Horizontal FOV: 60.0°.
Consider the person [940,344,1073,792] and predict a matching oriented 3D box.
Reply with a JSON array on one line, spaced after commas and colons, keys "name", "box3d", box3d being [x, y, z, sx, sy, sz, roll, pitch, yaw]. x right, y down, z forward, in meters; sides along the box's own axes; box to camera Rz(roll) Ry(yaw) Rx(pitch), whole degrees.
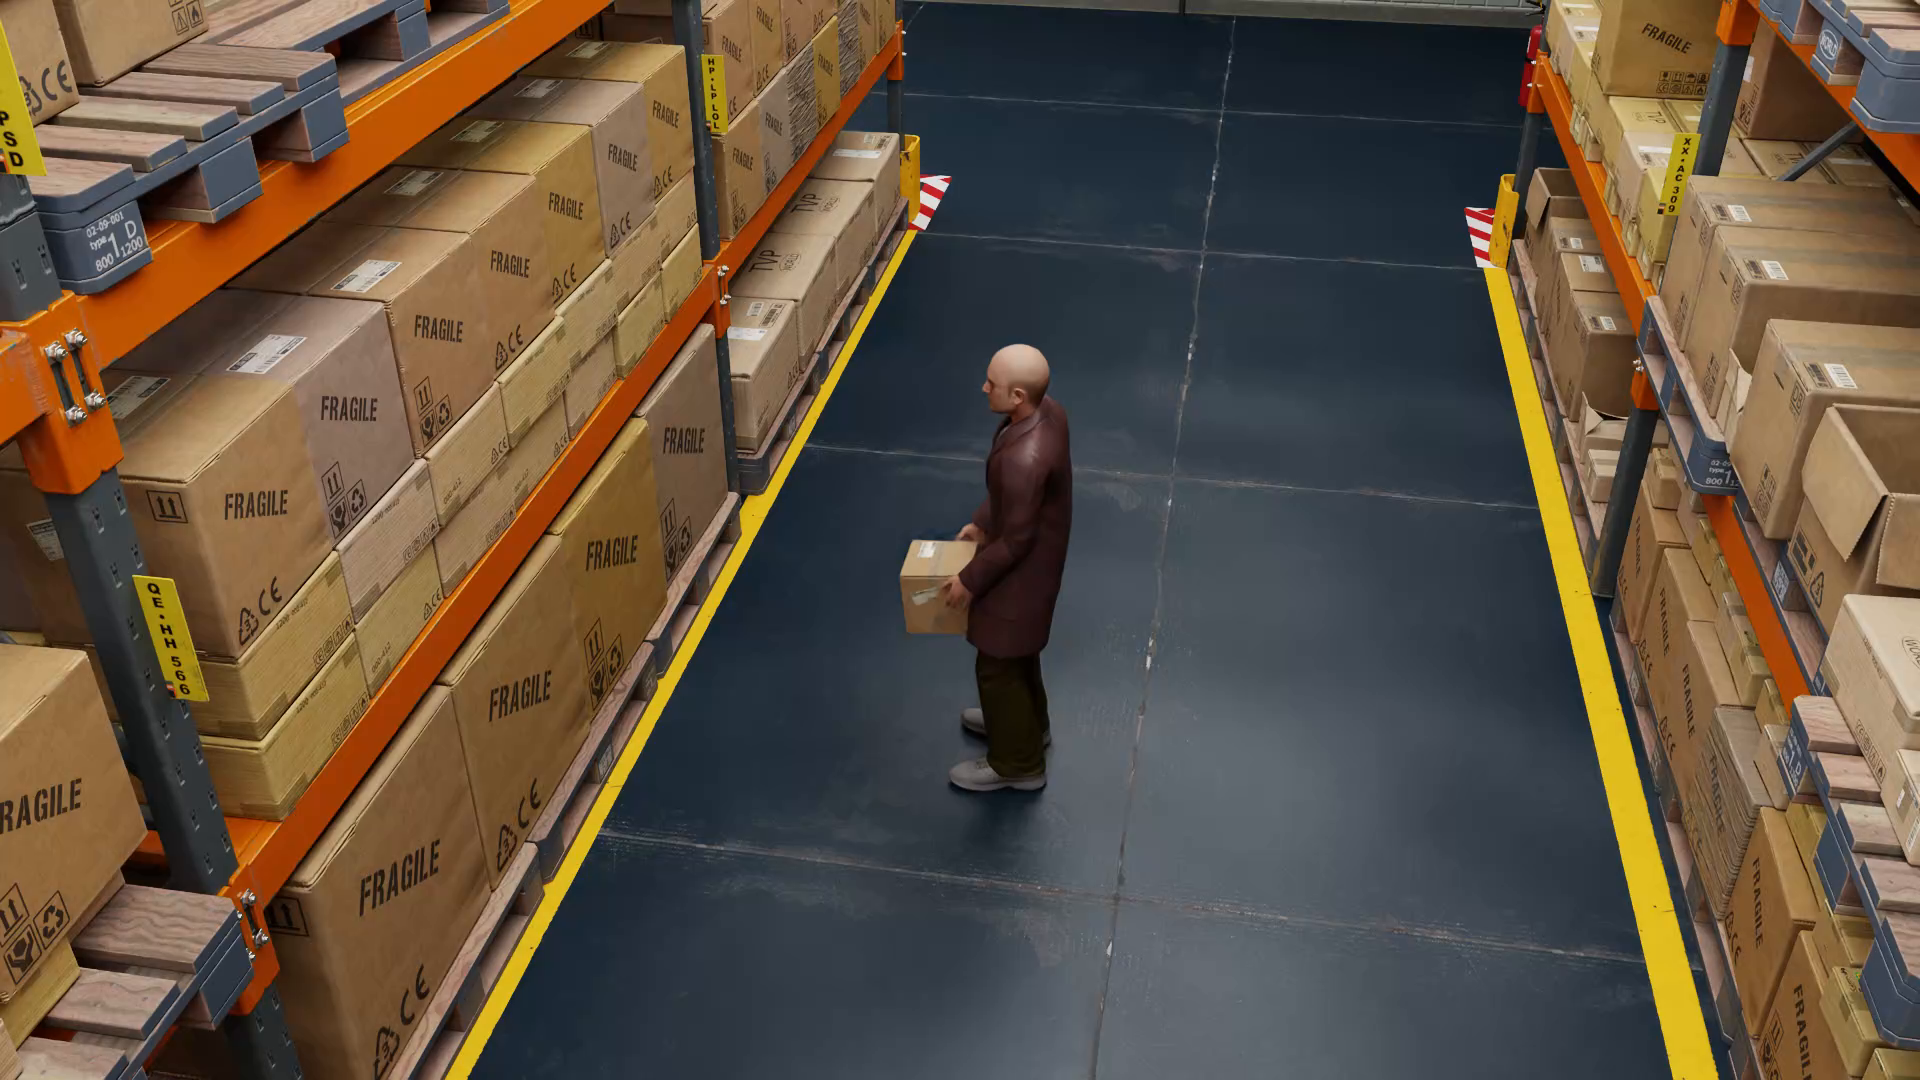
[{"name": "person", "box3d": [0.170, 0.107, 5.972, 0.443, 1.781, 0.579, 5, 32, 7]}]
